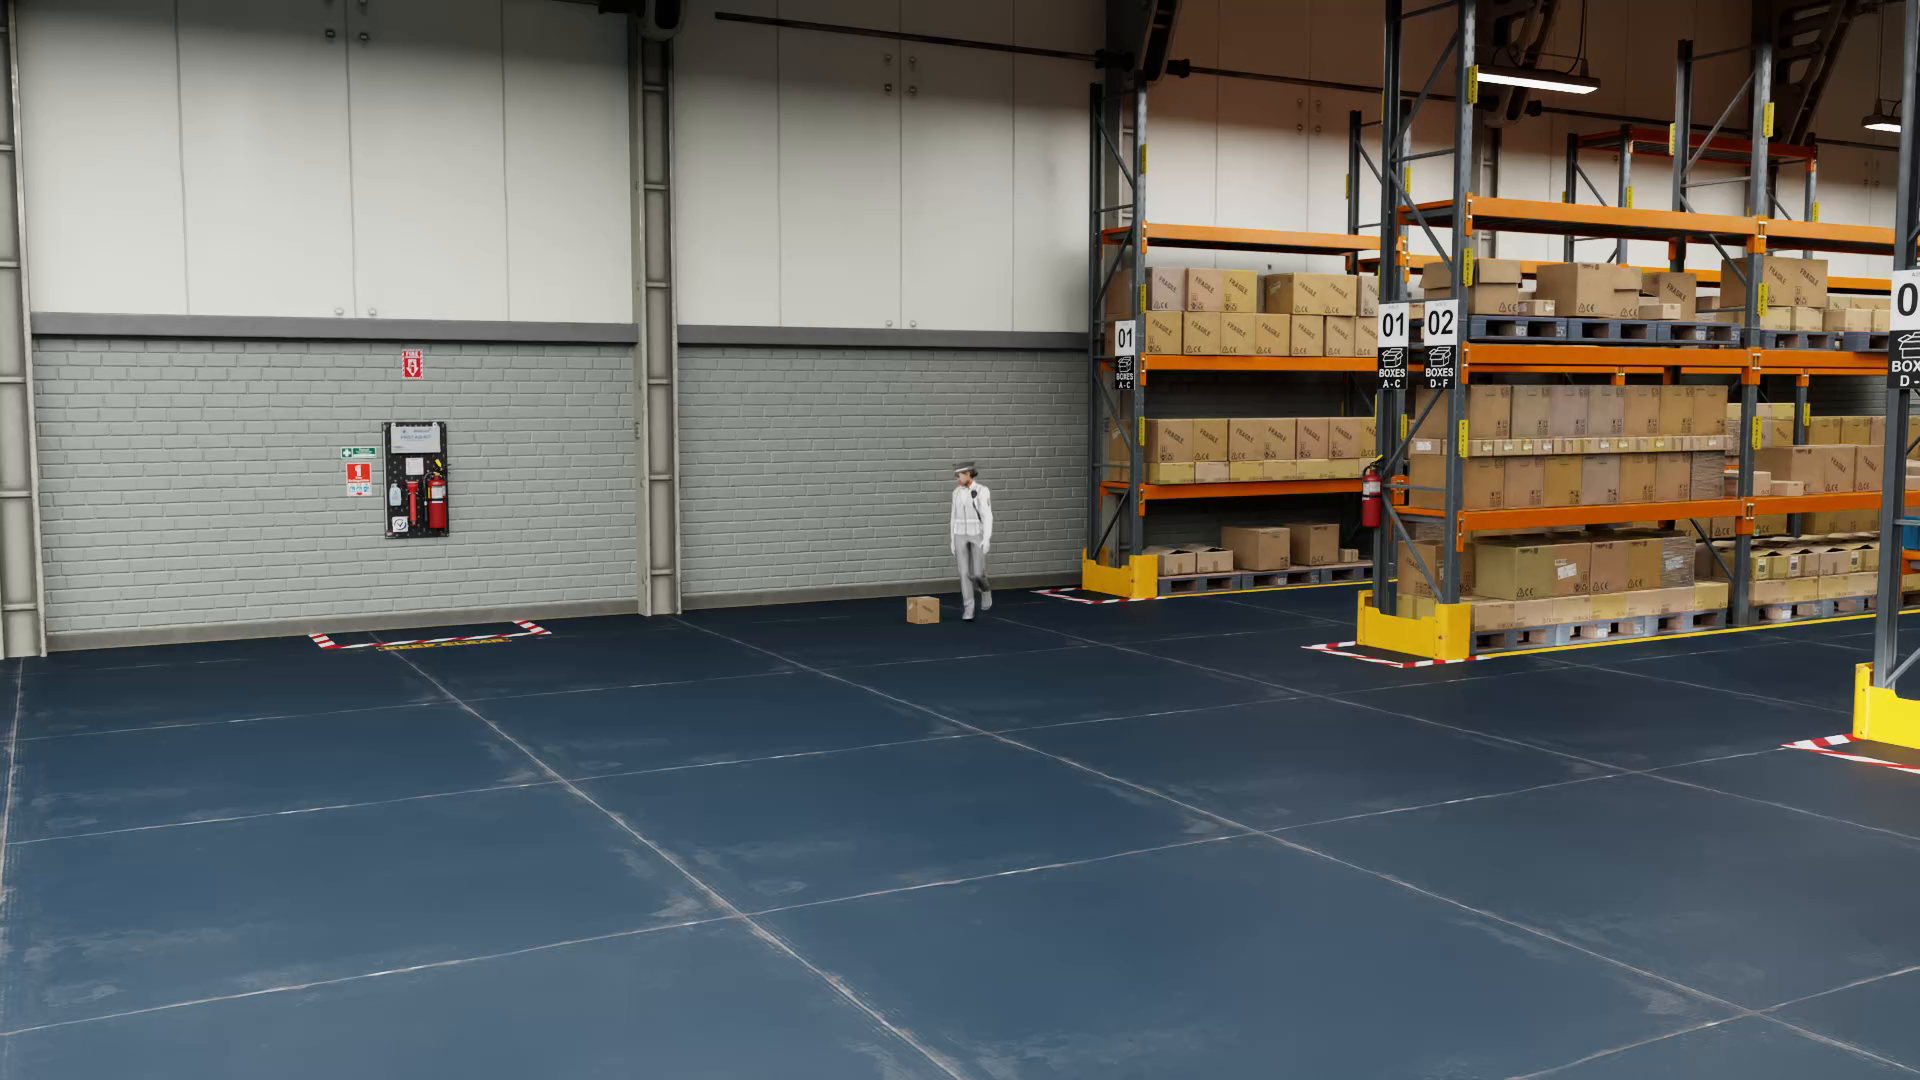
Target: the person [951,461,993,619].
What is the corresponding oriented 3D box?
[{"bbox_3d":[0.123,-0.013,17.556,0.497,1.647,0.636,2,5,19],"label":"person"}]
